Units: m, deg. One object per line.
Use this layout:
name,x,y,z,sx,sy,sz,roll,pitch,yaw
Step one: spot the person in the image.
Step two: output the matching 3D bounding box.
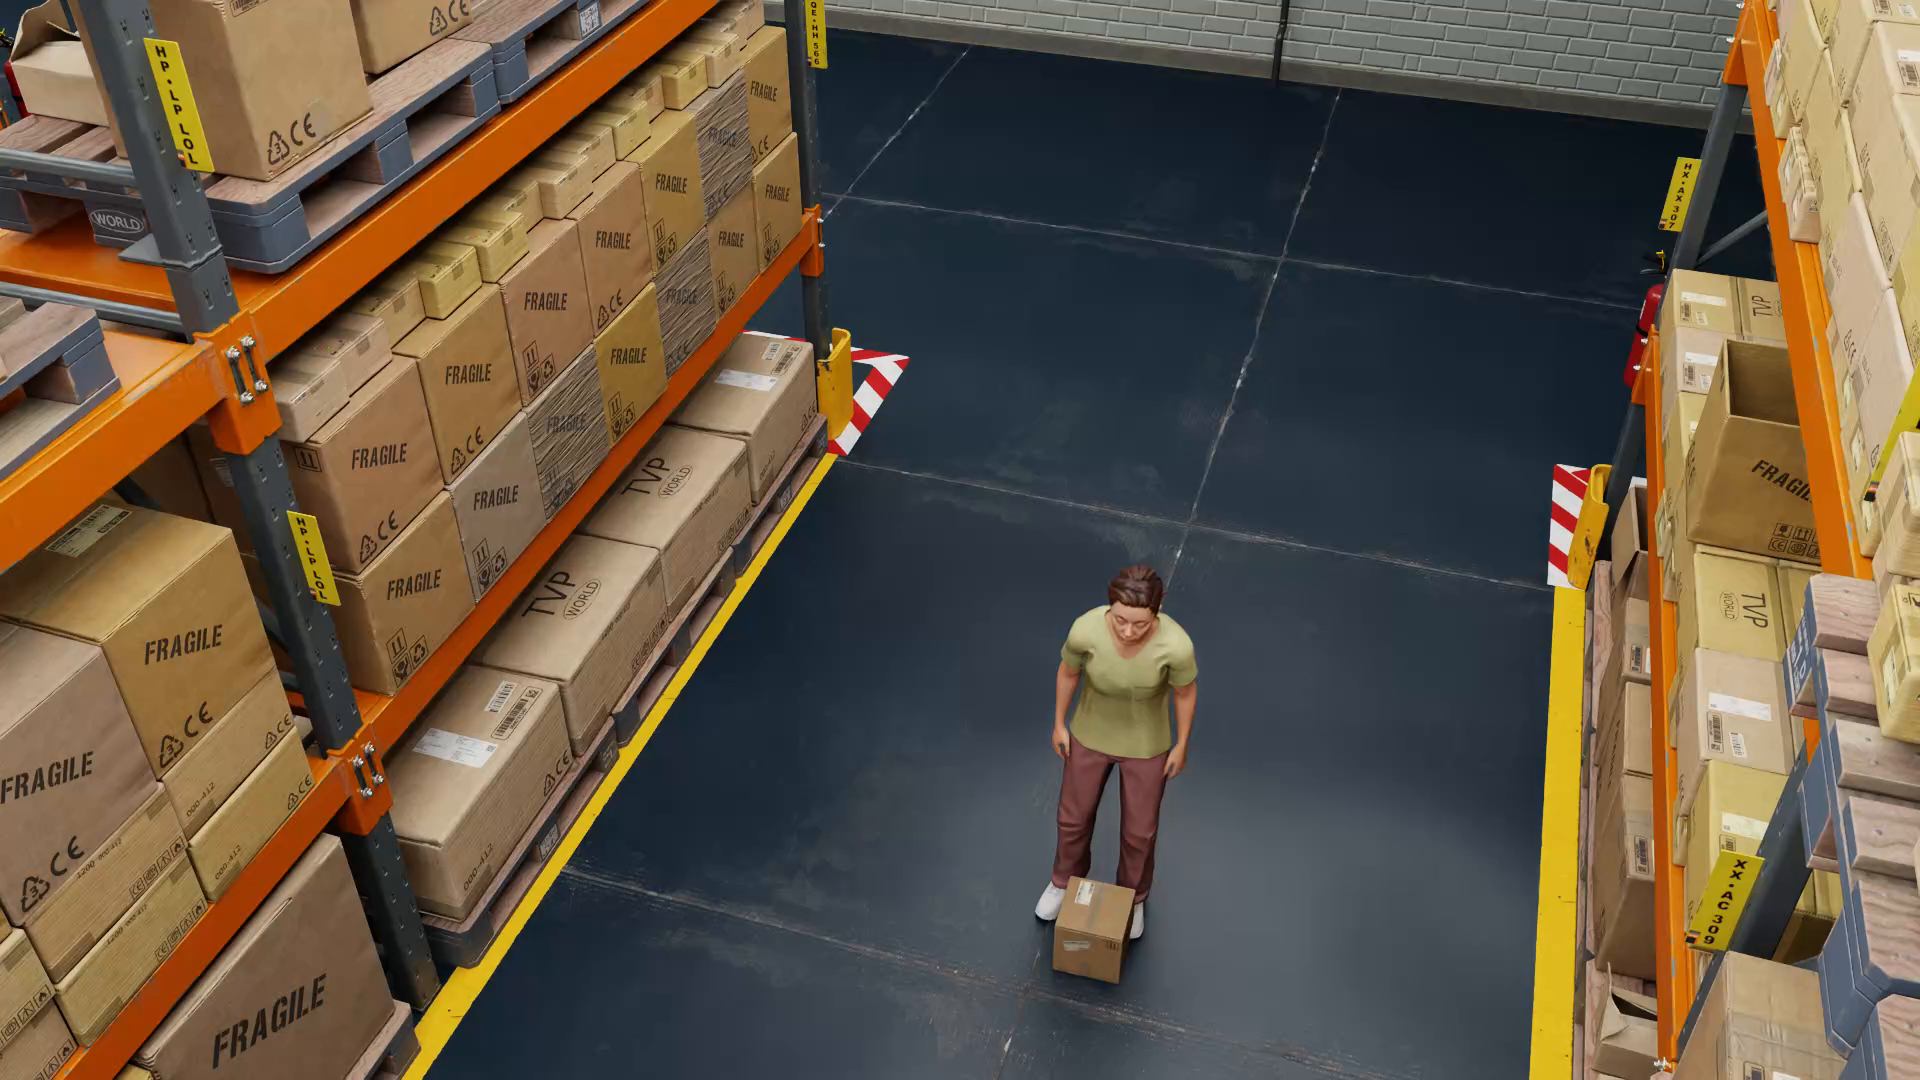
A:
person,0.565,0.733,5.926,0.504,1.671,0.364,9,38,12
